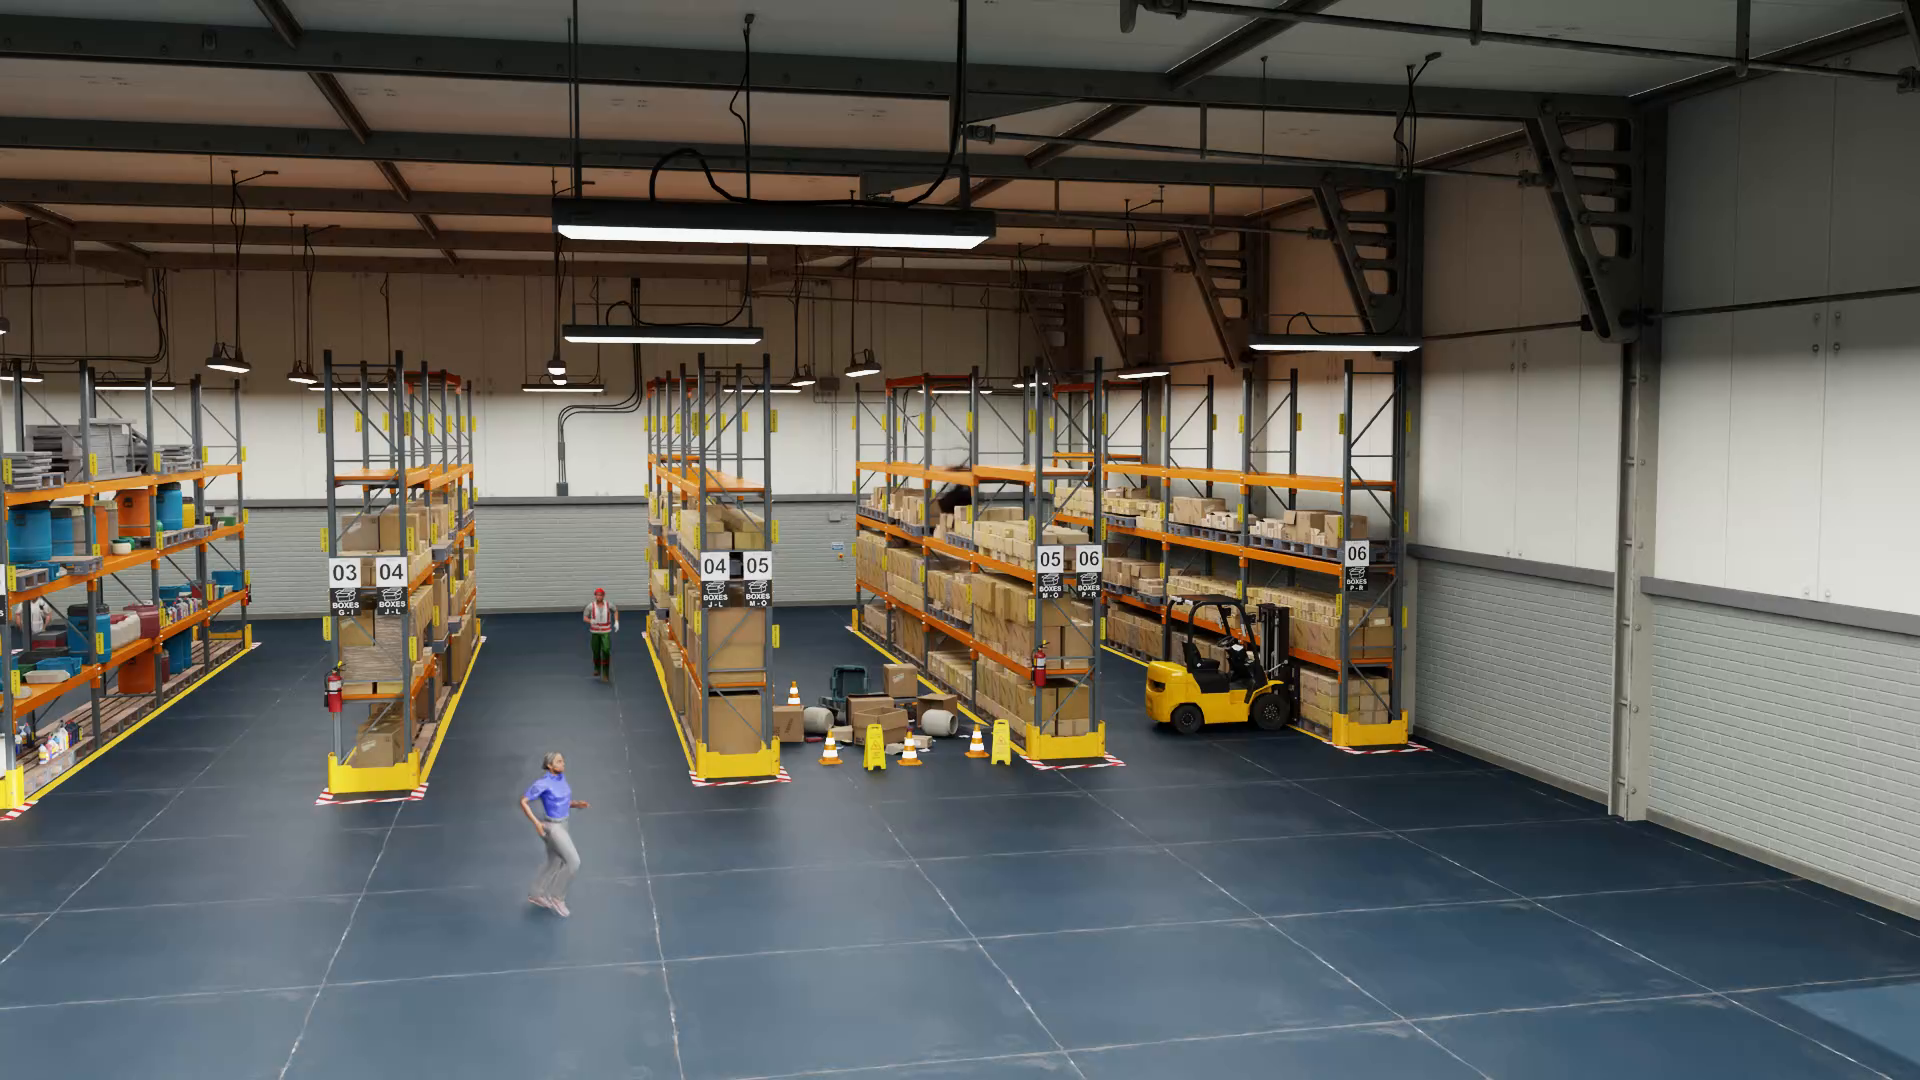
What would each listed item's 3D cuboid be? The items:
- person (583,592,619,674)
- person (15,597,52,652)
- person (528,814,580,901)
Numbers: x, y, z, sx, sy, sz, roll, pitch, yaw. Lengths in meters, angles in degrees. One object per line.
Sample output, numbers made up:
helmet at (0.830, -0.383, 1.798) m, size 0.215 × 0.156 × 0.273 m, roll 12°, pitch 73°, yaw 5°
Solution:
person at (-7.018, 1.800, 32.503) m, size 0.686 × 1.653 × 0.765 m, roll -1°, pitch 4°, yaw -13°
person at (-18.689, 1.784, 33.544) m, size 0.658 × 1.604 × 0.544 m, roll -2°, pitch 4°, yaw -24°
person at (-4.153, 3.241, 17.030) m, size 0.636 × 0.909 × 0.371 m, roll 1°, pitch 4°, yaw 8°
